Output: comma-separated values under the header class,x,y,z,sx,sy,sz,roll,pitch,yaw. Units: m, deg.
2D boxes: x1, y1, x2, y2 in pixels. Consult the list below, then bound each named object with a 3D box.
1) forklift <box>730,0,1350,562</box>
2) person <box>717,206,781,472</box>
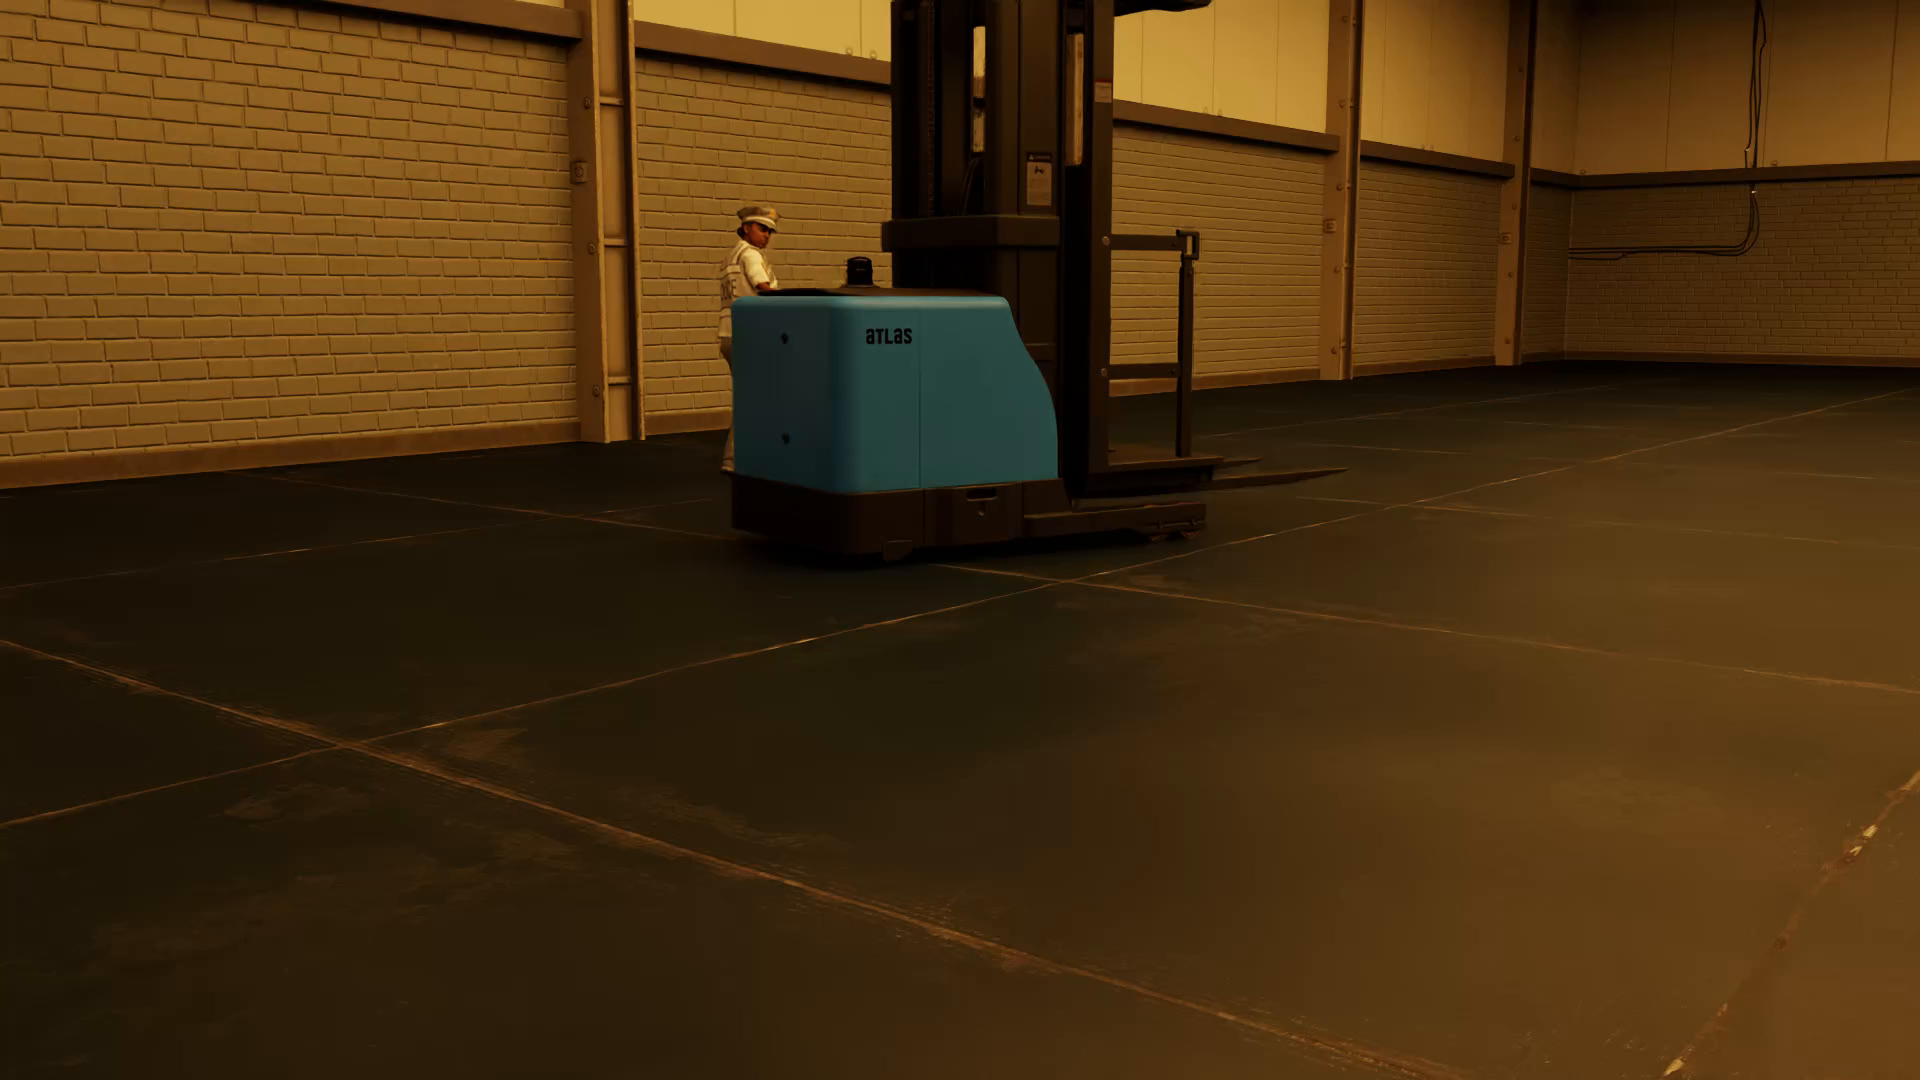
class,x,y,z,sx,sy,sz,roll,pitch,yaw
forklift,0.503,-1.502,7.545,3.031,2.935,1.130,-6,10,-34
person,-1.247,-1.204,10.129,0.494,1.626,0.678,-6,10,-37
